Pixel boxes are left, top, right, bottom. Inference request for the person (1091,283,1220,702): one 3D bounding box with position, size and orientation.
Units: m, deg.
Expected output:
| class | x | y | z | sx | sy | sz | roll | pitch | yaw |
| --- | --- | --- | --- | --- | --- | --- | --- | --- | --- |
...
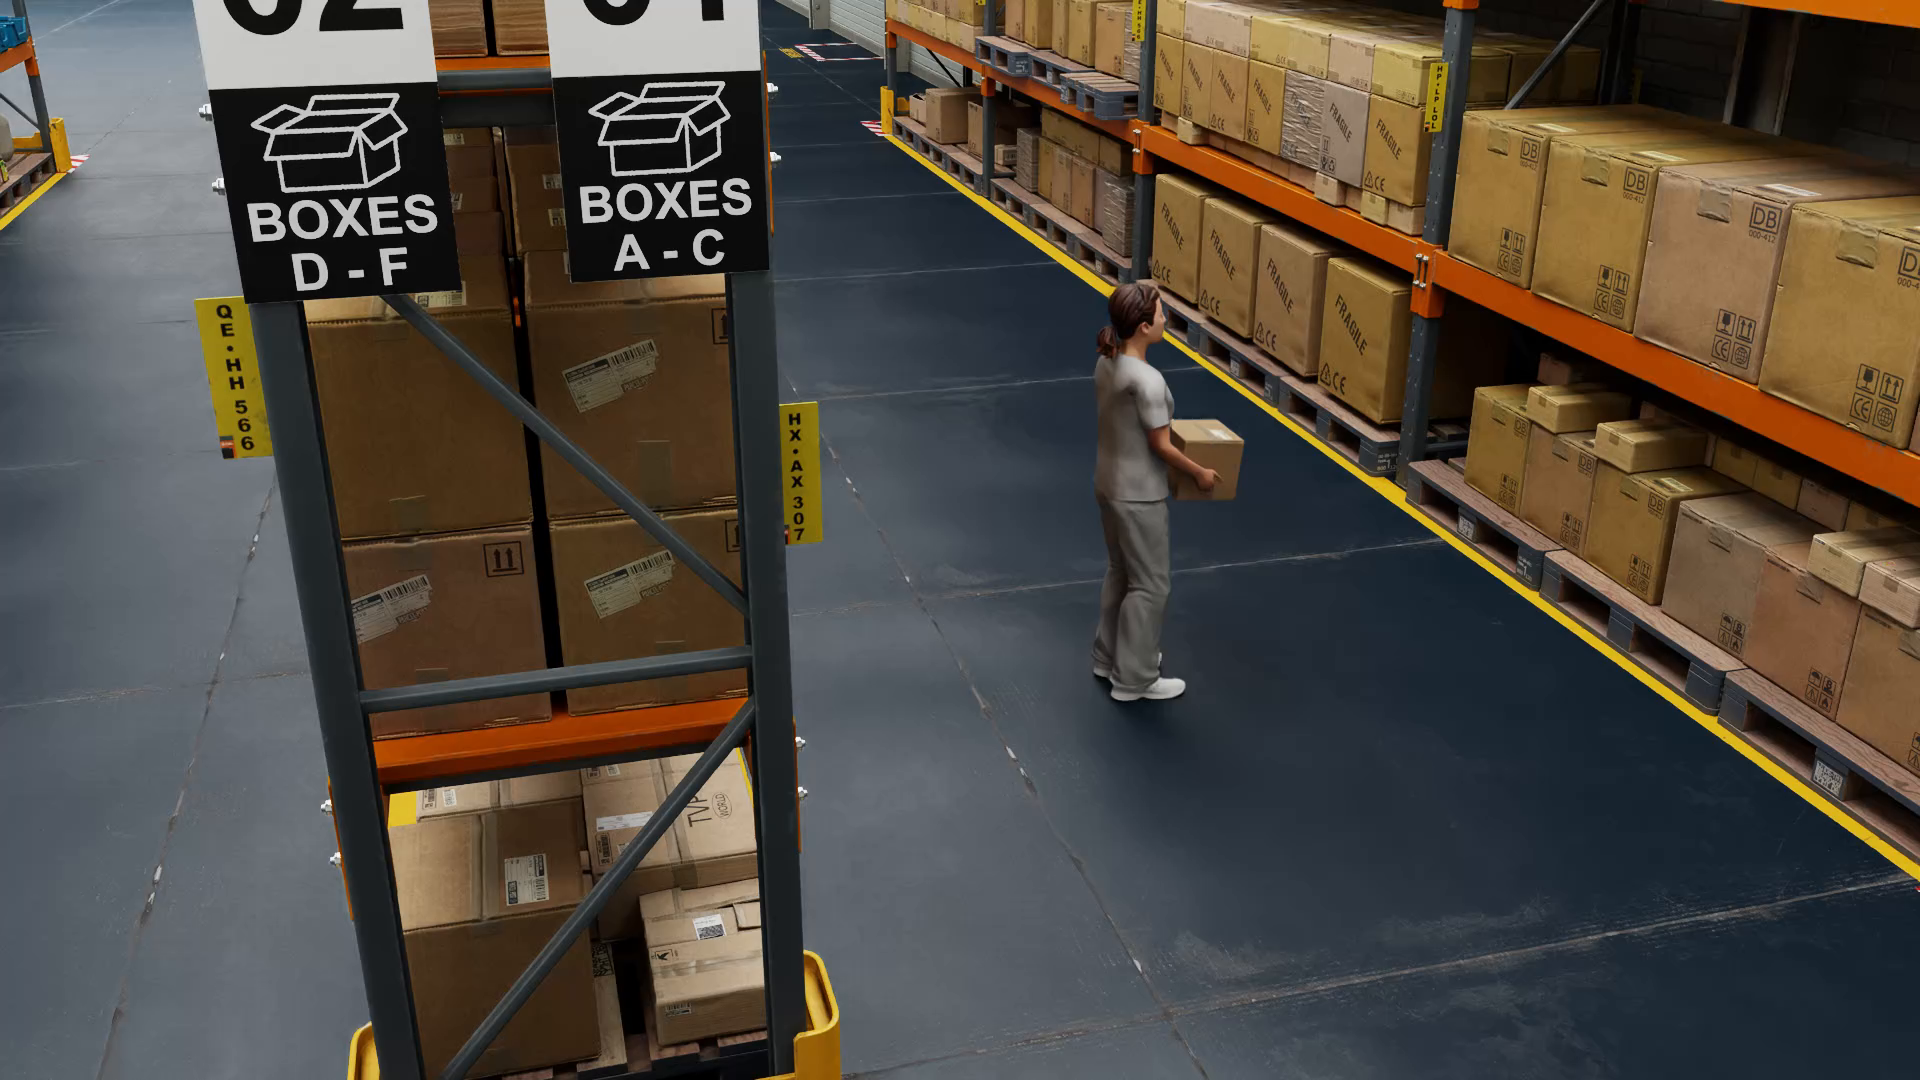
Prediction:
| class | x | y | z | sx | sy | sz | roll | pitch | yaw |
| --- | --- | --- | --- | --- | --- | --- | --- | --- | --- |
| person | 0.744 | -0.193 | 6.550 | 0.503 | 1.674 | 0.461 | -6 | 24 | -15 |
